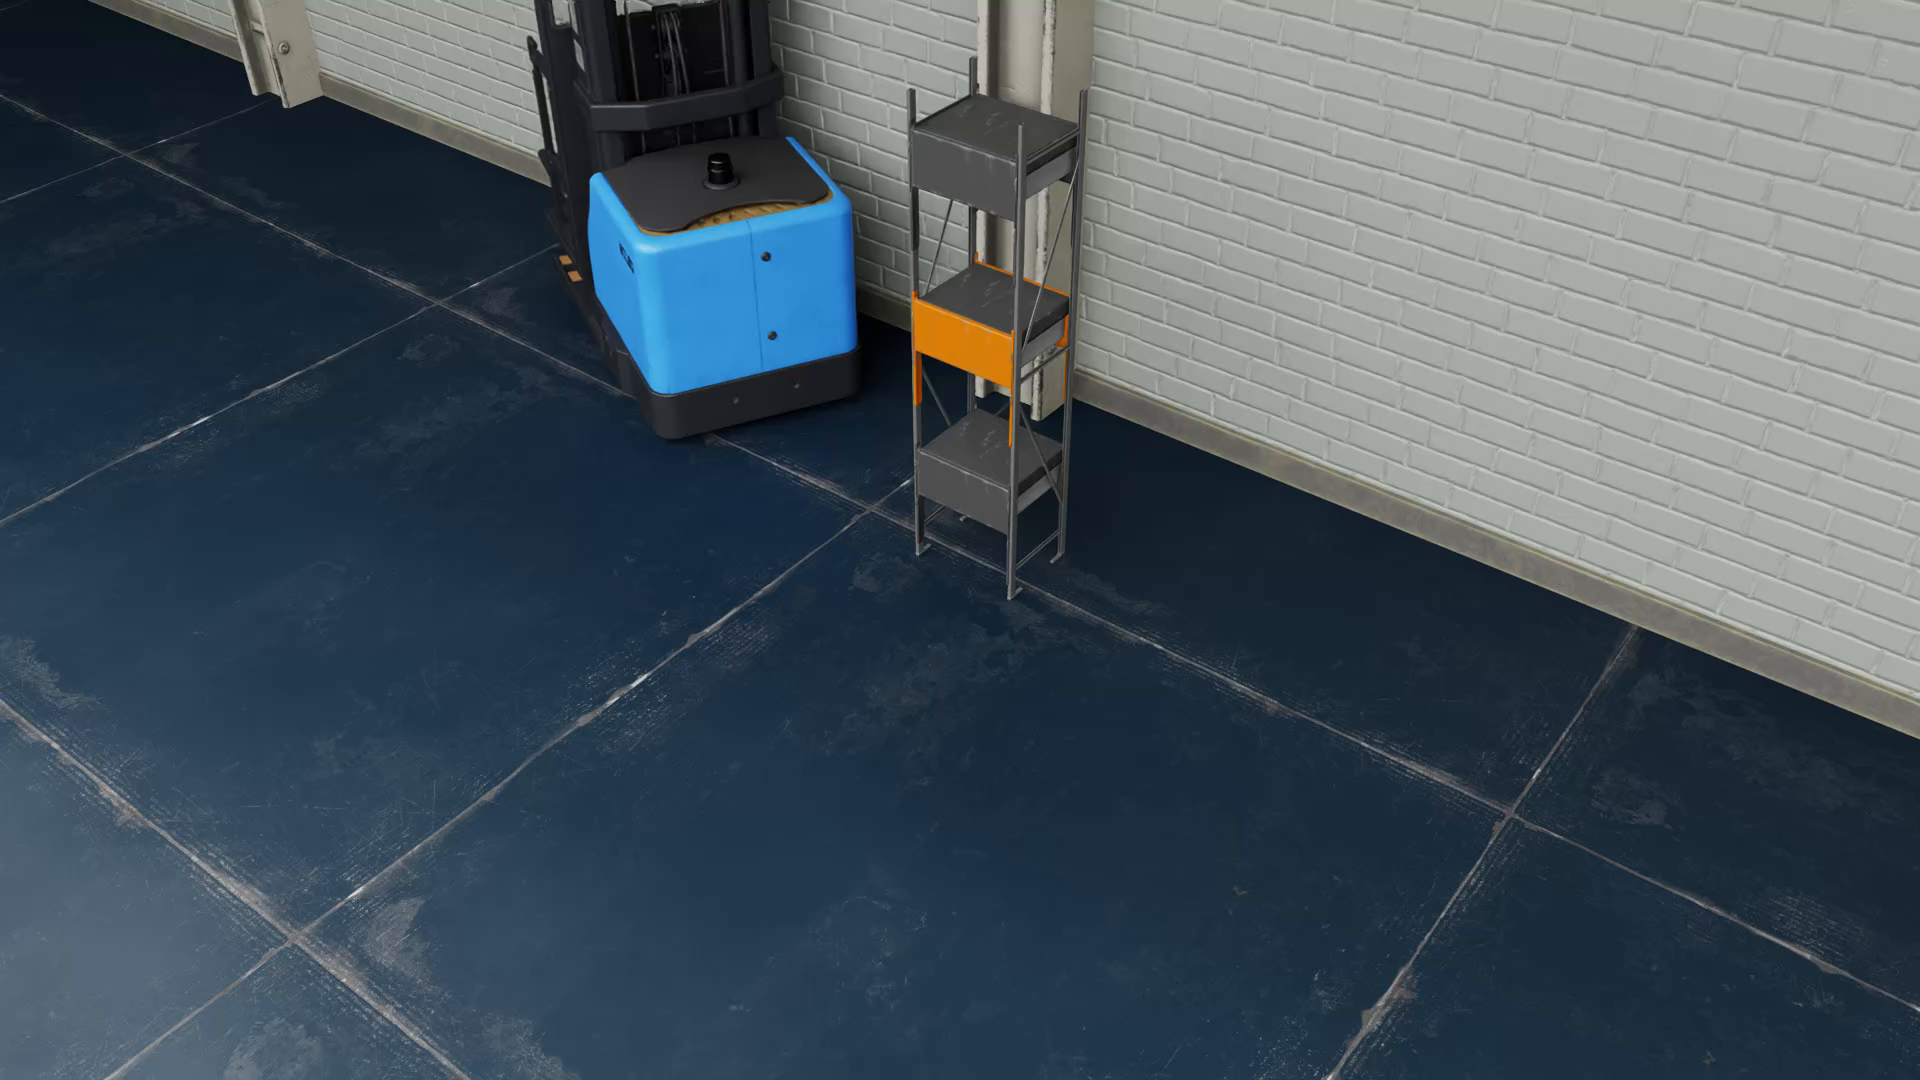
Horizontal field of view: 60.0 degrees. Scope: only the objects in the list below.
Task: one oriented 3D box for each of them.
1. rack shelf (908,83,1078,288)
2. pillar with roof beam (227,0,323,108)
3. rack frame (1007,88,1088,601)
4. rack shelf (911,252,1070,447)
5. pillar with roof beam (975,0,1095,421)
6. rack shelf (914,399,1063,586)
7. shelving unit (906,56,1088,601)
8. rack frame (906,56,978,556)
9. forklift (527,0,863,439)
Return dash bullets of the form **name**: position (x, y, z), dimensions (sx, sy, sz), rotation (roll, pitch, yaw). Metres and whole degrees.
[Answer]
- **rack shelf**: position (0.131, -1.305, 6.100), dimensions (0.480, 0.518, 0.431), rotation (25, 45, 29)
- **pillar with roof beam**: position (-7.063, -4.399, 5.569), dimensions (0.400, 9.000, 9.100), rotation (25, 45, 29)
- **rack frame**: position (0.325, -0.673, 6.407), dimensions (0.015, 2.100, 0.400), rotation (25, 45, 29)
- **rack shelf**: position (0.131, -0.754, 6.532), dimensions (0.480, 0.518, 0.431), rotation (25, 45, 29)
- **pillar with roof beam**: position (-2.298, -2.152, 2.699), dimensions (0.400, 9.000, 9.100), rotation (25, 45, 29)
- **rack shelf**: position (0.131, -0.203, 6.963), dimensions (0.480, 0.518, 0.431), rotation (25, 45, 29)
- **shelving unit**: position (0.131, -0.765, 6.524), dimensions (0.503, 2.100, 0.431), rotation (25, 45, 29)
- **rack frame**: position (-0.062, -0.856, 6.640), dimensions (0.015, 2.100, 0.400), rotation (25, 45, 29)
- **forklift**: position (-1.549, -2.527, 8.101), dimensions (1.130, 2.935, 3.031), rotation (-16, 41, -19)
